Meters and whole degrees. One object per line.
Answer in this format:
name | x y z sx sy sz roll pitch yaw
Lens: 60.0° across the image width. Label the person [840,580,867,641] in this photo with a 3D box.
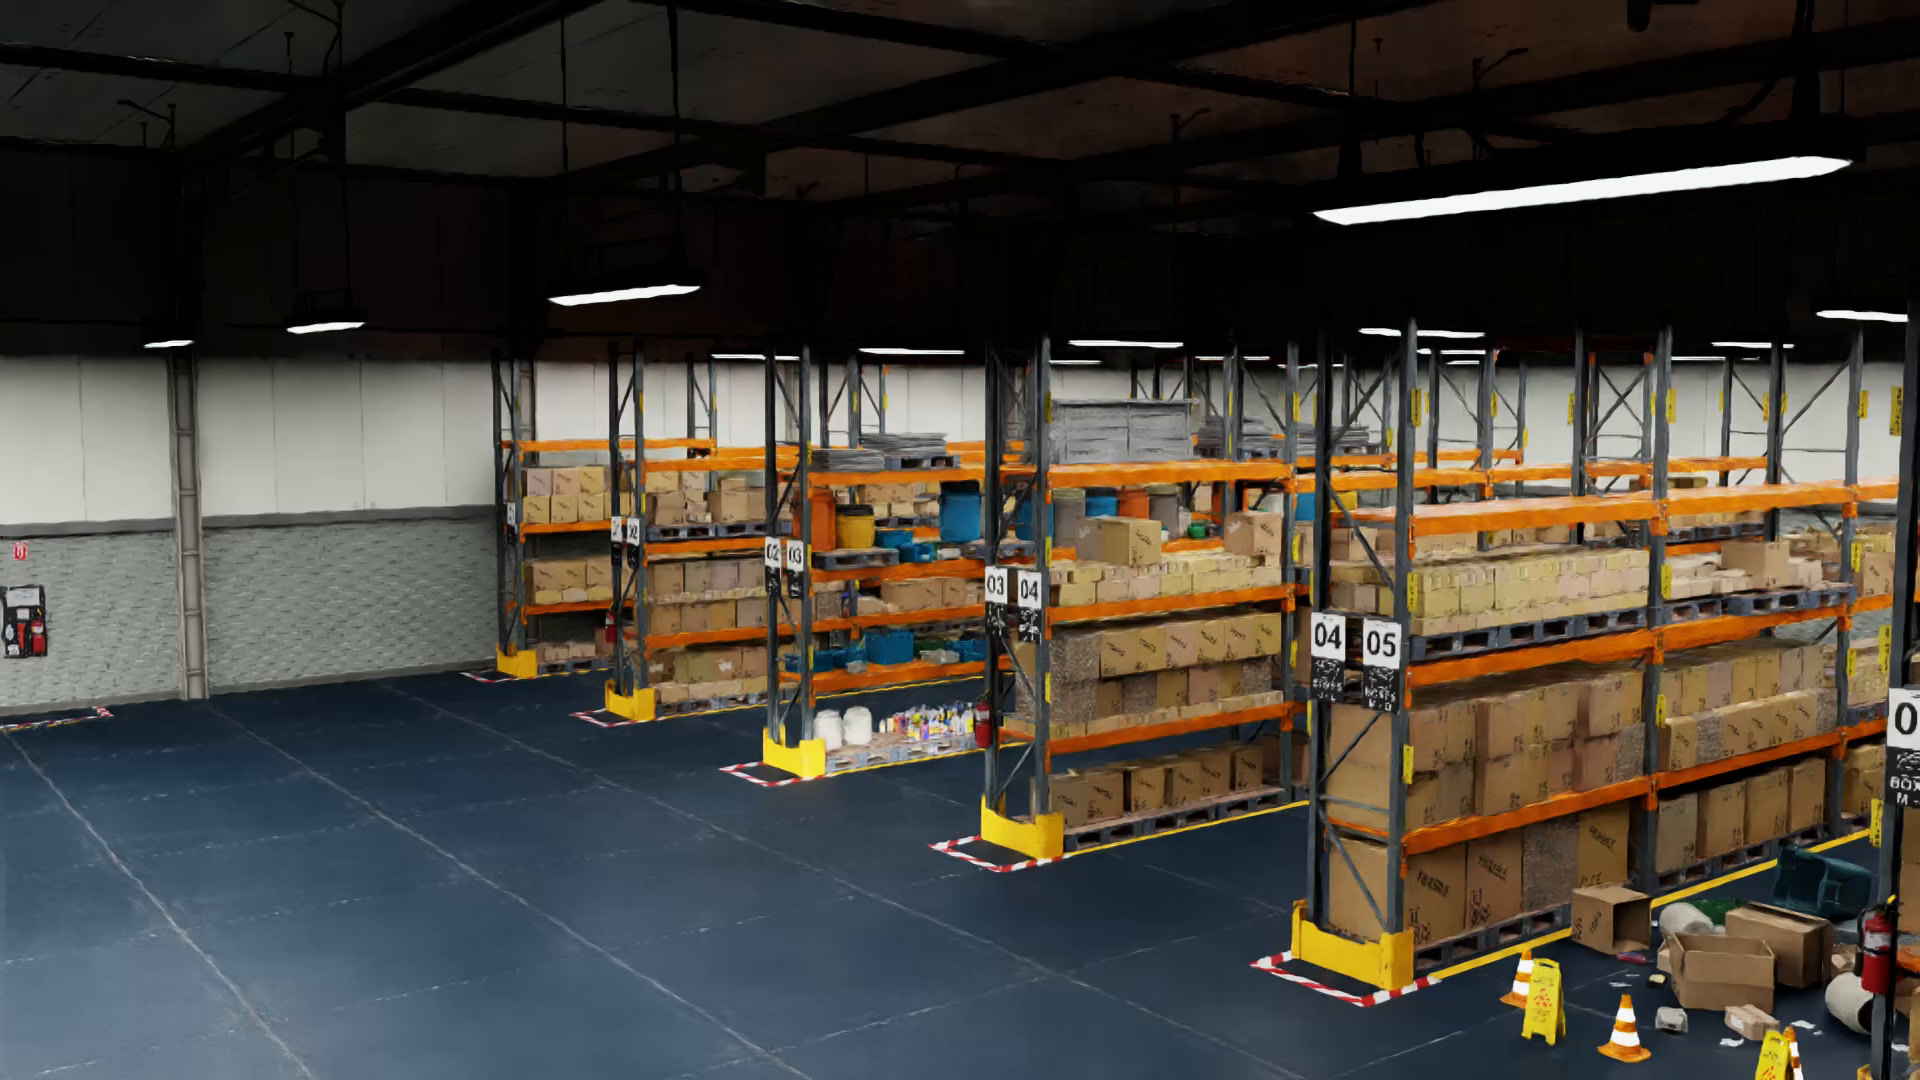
person | -2.061 1.550 31.634 0.594 1.648 0.563 -2 5 -17
